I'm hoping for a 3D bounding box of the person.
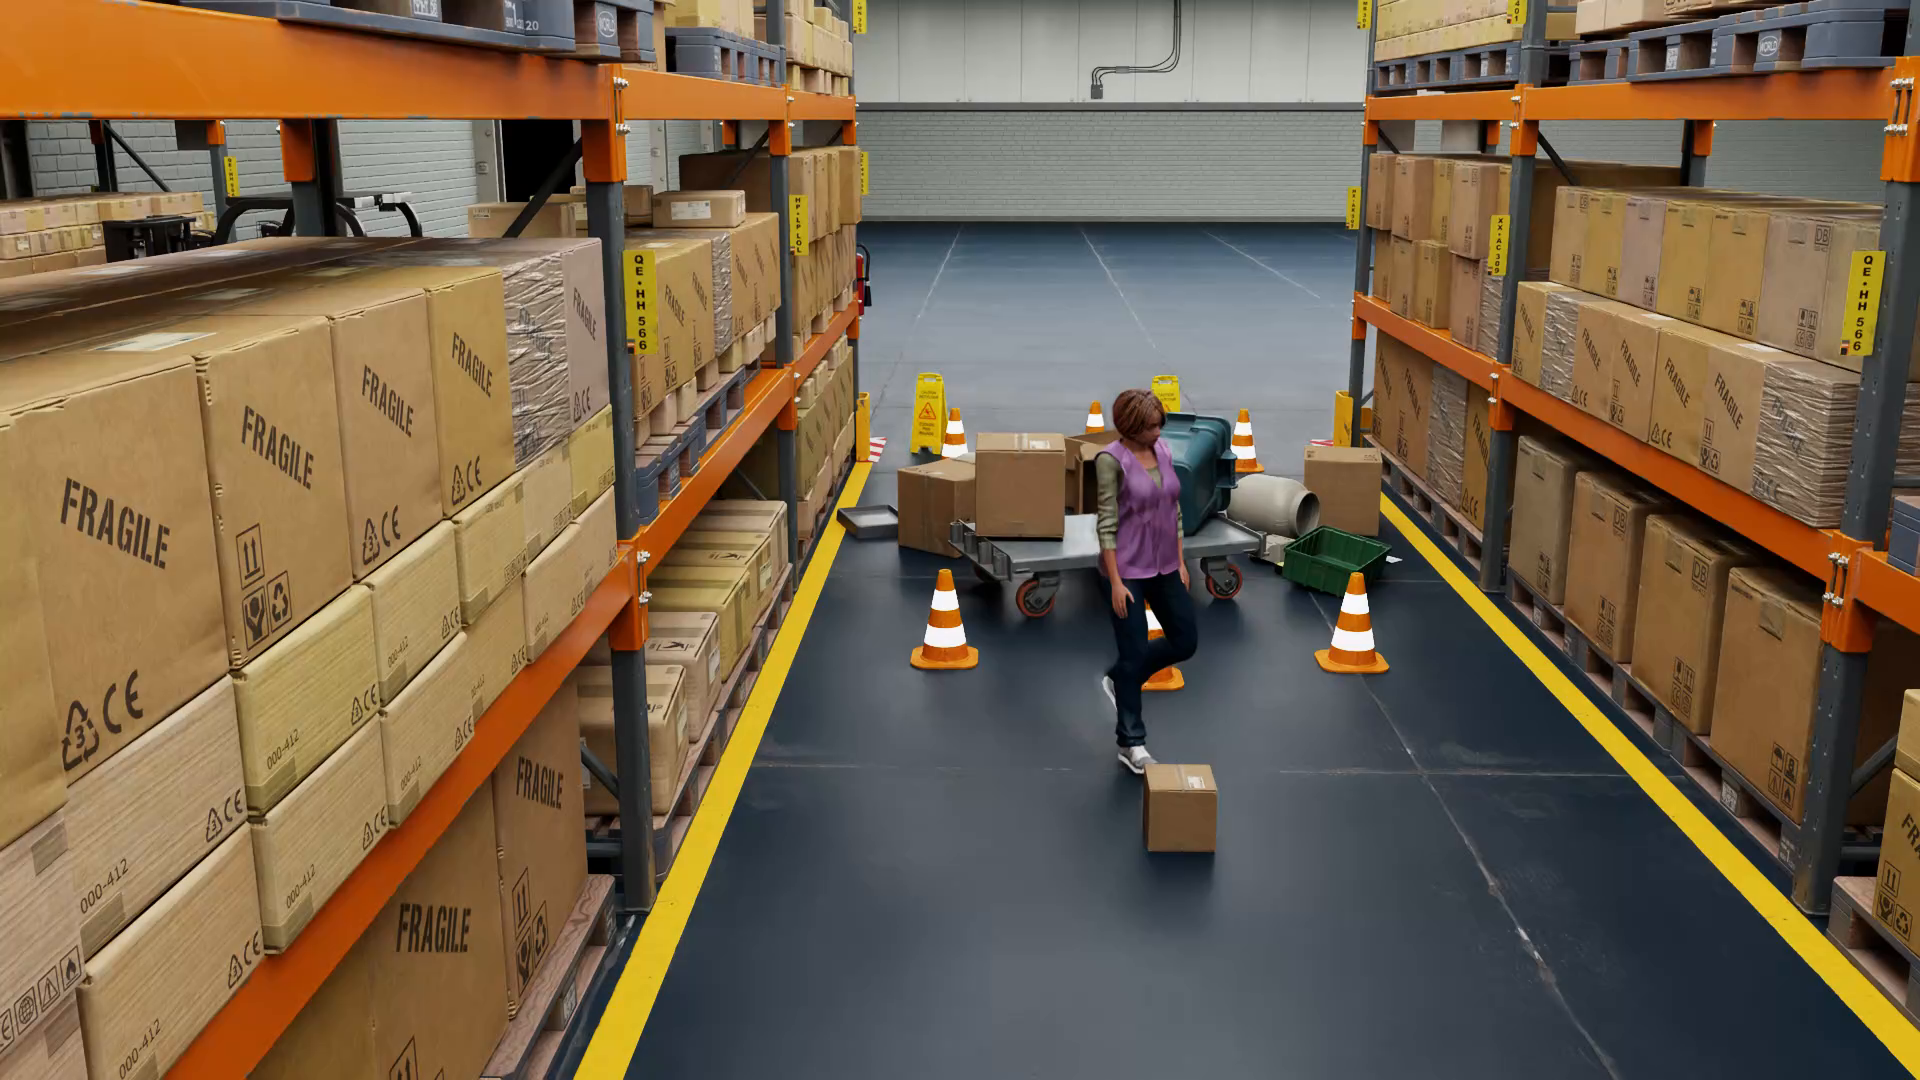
[{"bbox_3d":[0.732,0.144,6.894,0.449,1.588,0.537,-10,17,-35],"label":"person"}]
